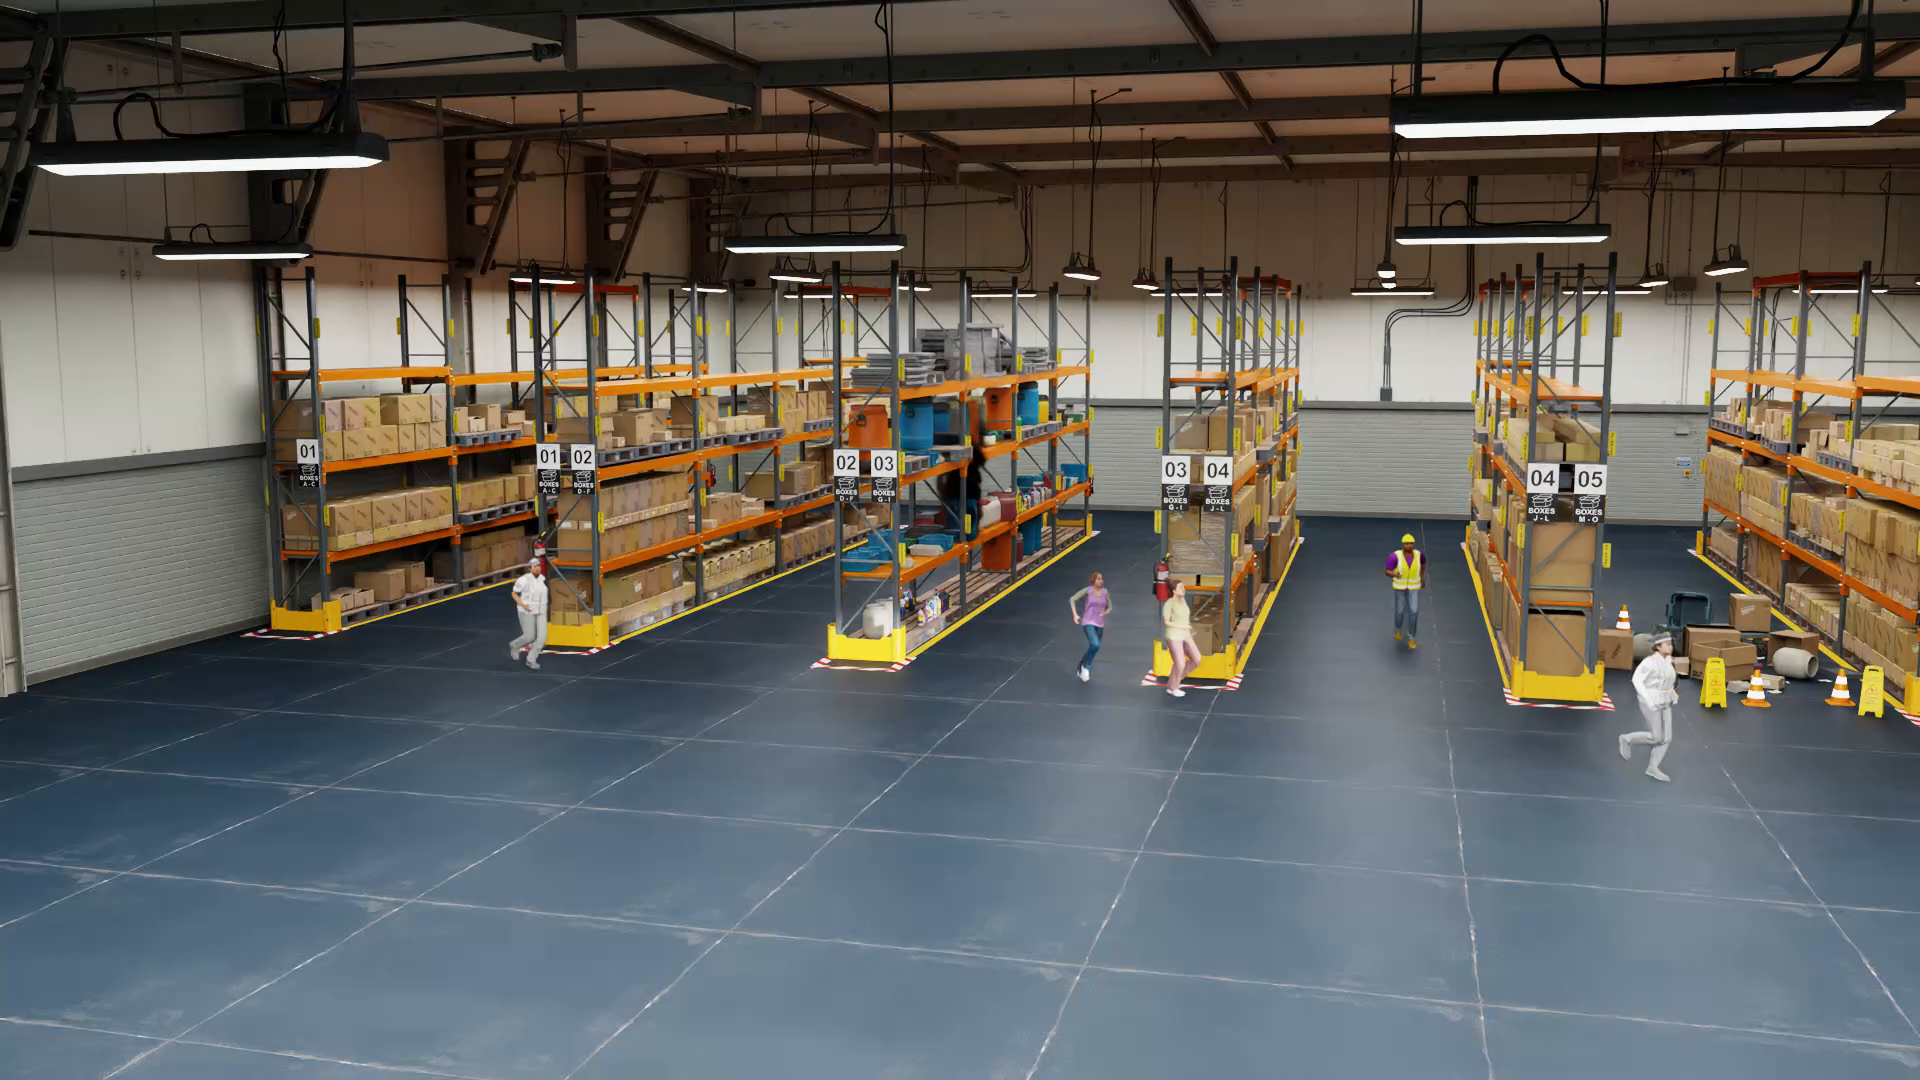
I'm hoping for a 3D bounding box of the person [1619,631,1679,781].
[{"bbox_3d":[7.781,1.828,18.723,0.641,1.666,0.622,-5,9,-37],"label":"person"}]

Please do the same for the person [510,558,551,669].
[{"bbox_3d":[-6.380,1.078,24.789,0.555,1.632,0.629,6,10,42],"label":"person"}]

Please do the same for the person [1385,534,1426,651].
[{"bbox_3d":[7.041,0.787,26.306,0.640,1.796,0.890,1,7,11],"label":"person"}]

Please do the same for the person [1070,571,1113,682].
[{"bbox_3d":[1.900,1.223,23.669,0.542,1.557,0.607,-4,8,-28],"label":"person"}]

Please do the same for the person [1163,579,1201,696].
[{"bbox_3d":[2.996,1.336,22.654,0.583,1.624,0.524,-6,9,-39],"label":"person"}]
